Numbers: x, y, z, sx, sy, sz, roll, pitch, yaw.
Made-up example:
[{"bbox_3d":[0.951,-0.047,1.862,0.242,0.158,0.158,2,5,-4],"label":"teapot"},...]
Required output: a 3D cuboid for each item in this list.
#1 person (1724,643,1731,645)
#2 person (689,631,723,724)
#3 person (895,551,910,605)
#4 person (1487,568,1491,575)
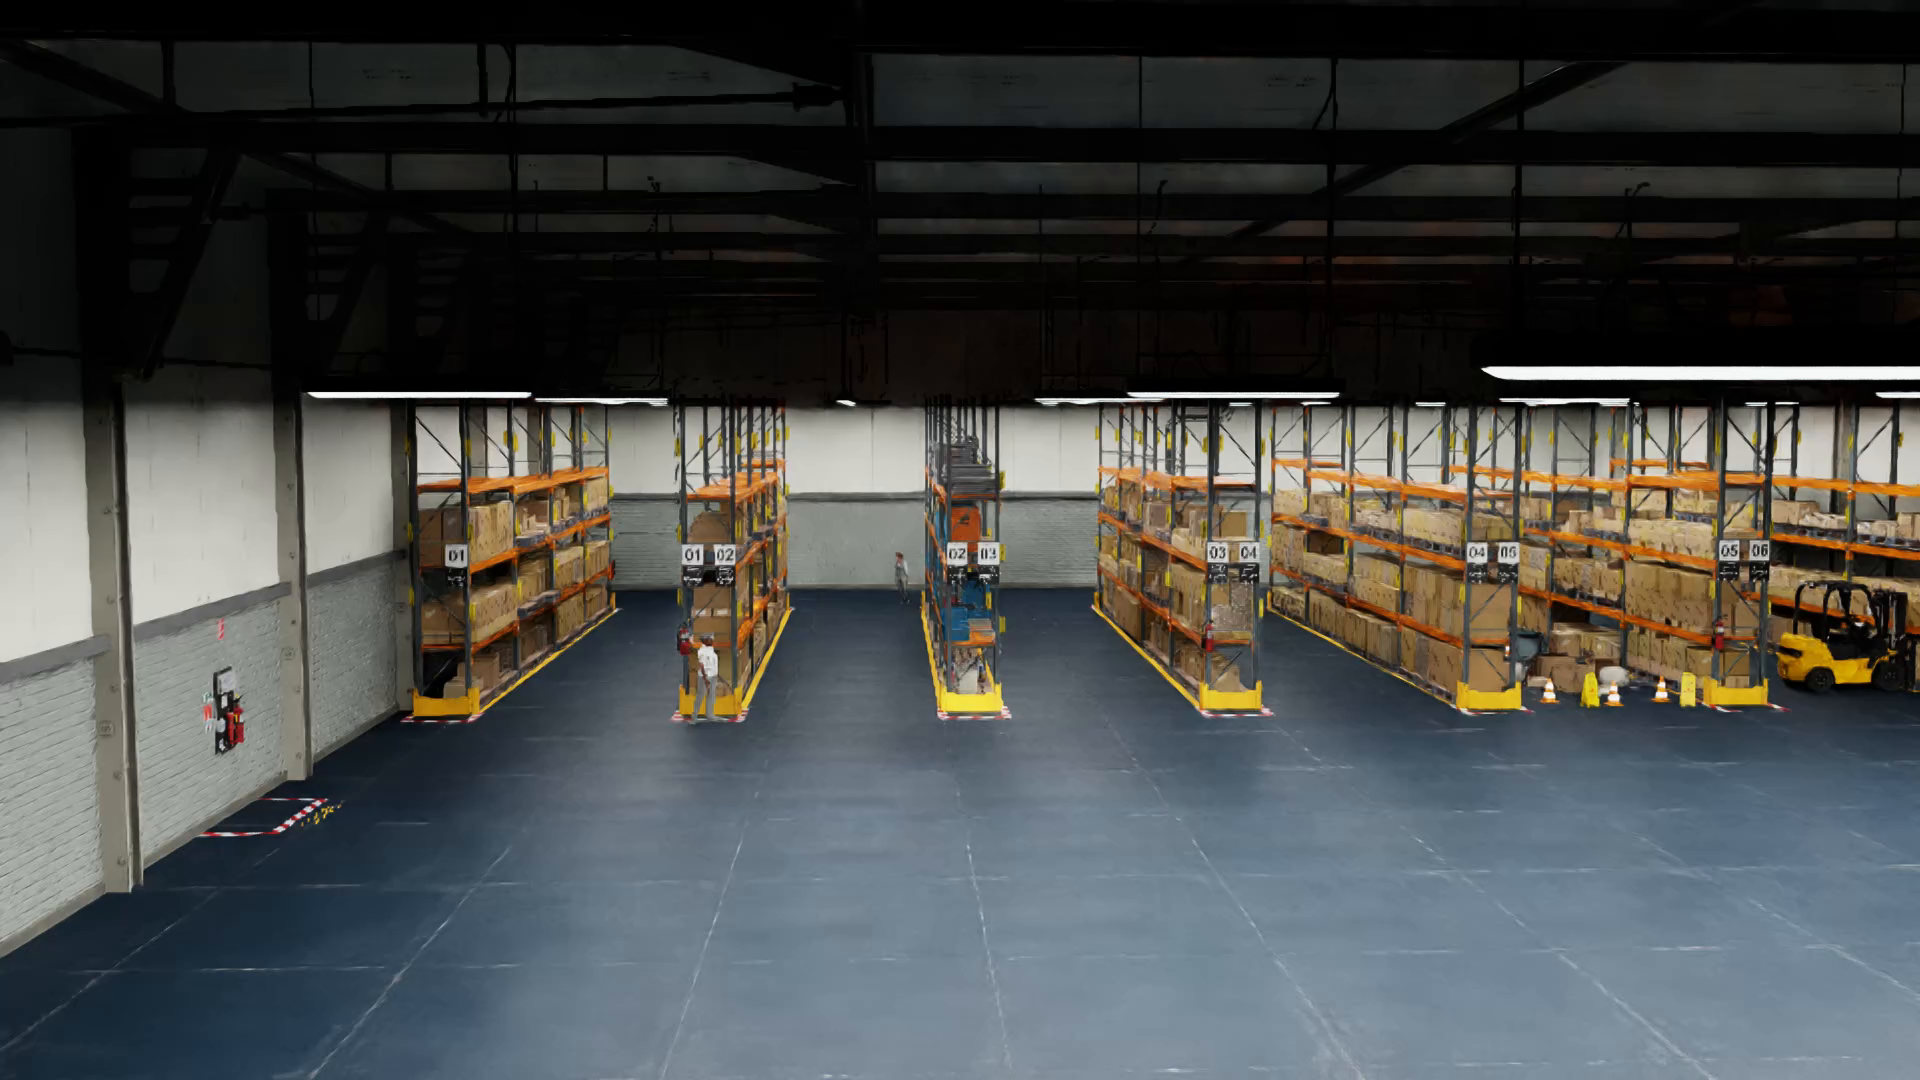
[{"bbox_3d":[16.497,1.983,35.904,0.503,1.784,0.640,-3,5,-33],"label":"person"},{"bbox_3d":[-4.652,2.498,30.250,0.431,1.678,0.645,2,5,25],"label":"person"},{"bbox_3d":[-1.669,1.134,48.269,0.480,1.536,0.410,3,5,33],"label":"person"},{"bbox_3d":[13.186,1.552,41.738,0.592,1.719,0.668,1,5,18],"label":"person"}]
